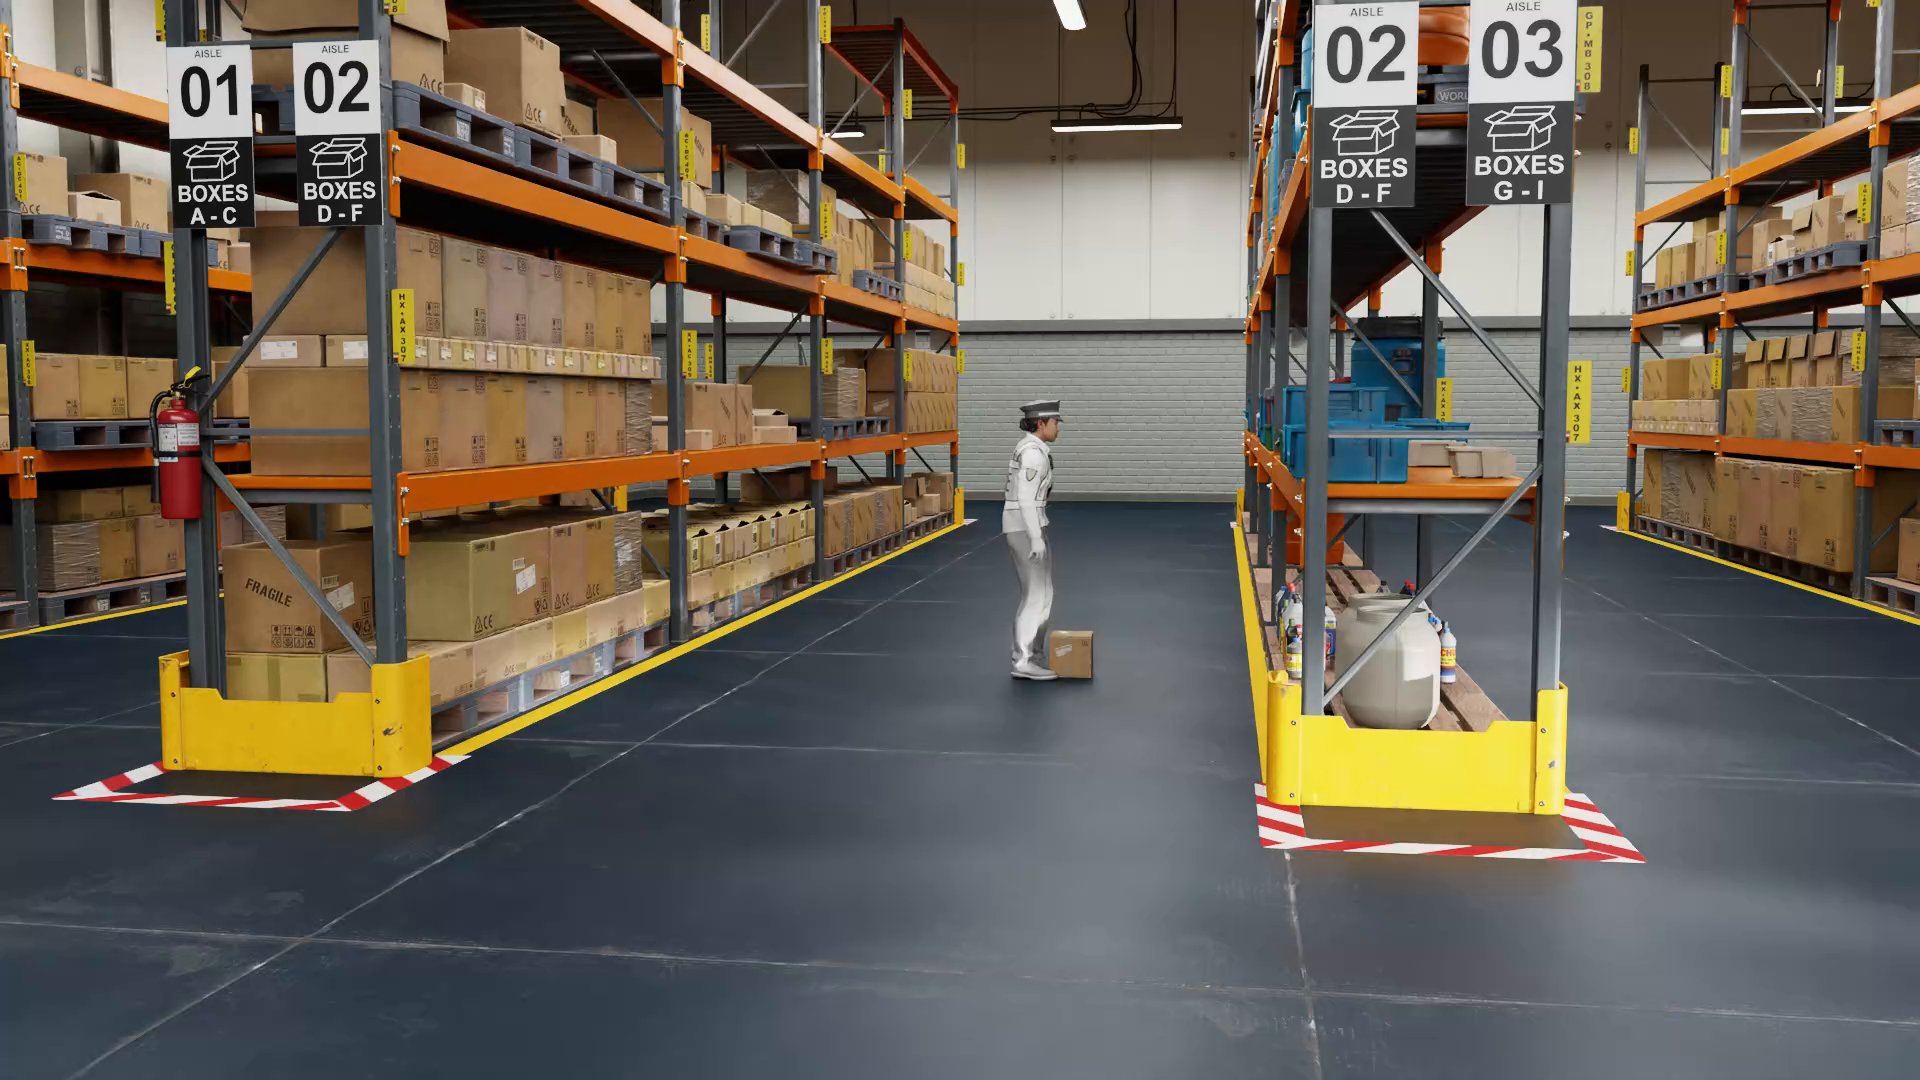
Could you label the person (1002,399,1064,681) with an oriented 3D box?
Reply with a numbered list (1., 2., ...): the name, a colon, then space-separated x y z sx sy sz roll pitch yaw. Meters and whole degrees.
1. person: 0.459 -0.016 10.060 0.409 1.667 0.547 0 5 5
